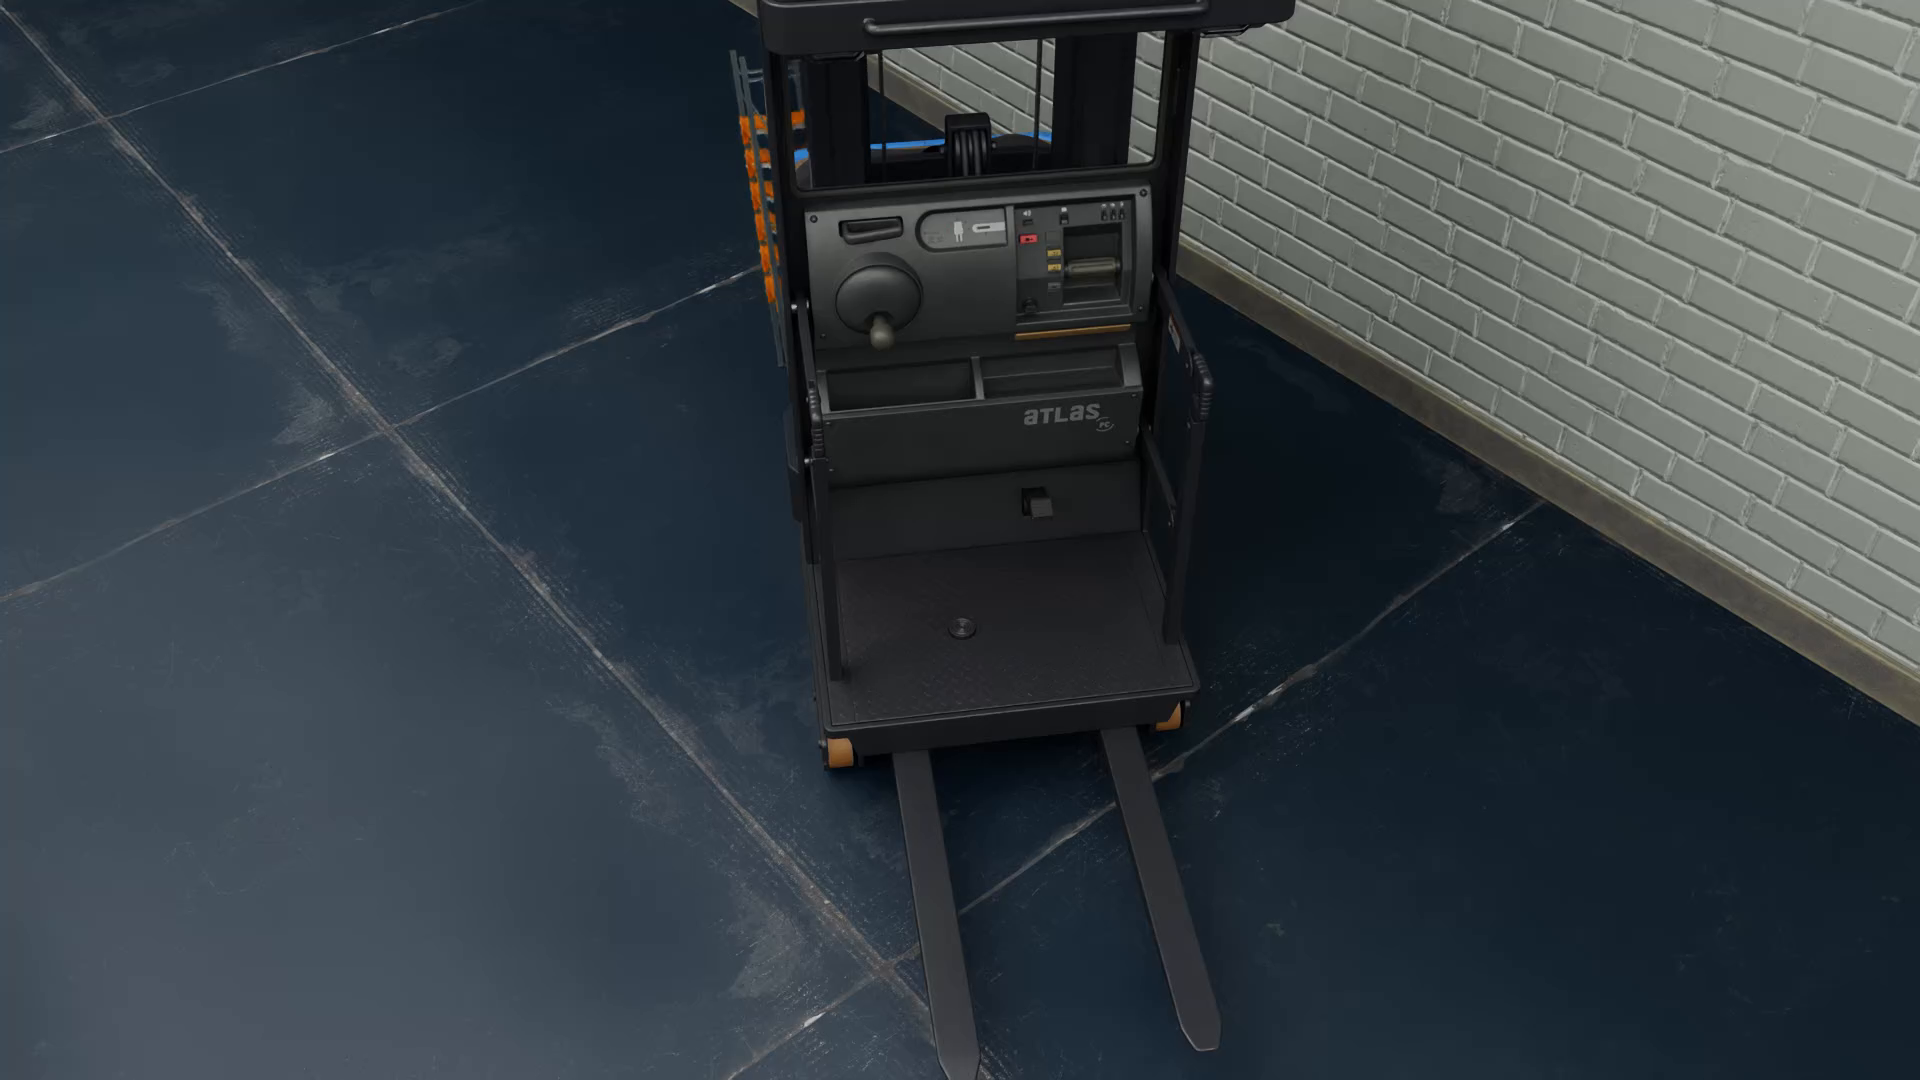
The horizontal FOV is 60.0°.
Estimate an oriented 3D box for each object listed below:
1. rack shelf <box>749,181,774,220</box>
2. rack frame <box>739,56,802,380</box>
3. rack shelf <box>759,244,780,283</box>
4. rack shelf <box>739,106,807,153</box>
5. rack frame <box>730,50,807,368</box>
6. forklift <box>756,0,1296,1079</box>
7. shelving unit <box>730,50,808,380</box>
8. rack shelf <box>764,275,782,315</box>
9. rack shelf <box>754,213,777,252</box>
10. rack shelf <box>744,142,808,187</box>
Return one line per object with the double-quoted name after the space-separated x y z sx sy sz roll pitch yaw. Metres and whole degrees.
-0.630 -1.270 6.121 0.258 0.103 0.180 -13 26 -13 "rack shelf"
-0.595 -1.167 6.073 0.240 1.200 0.006 -13 26 -13 "rack frame"
-0.605 -1.053 6.223 0.258 0.103 0.180 -13 26 -13 "rack shelf"
-0.654 -1.486 6.020 0.258 0.103 0.180 -13 26 -13 "rack shelf"
-0.649 -1.236 6.234 0.240 1.200 0.006 -13 26 -13 "rack frame"
0.090 -0.647 4.297 1.130 2.935 3.031 -6 44 -6 "forklift"
-0.622 -1.202 6.153 0.258 1.200 0.189 -13 26 -13 "shelving unit"
-0.593 -0.945 6.274 0.258 0.103 0.180 -13 26 -13 "rack shelf"
-0.618 -1.162 6.172 0.258 0.103 0.180 -13 26 -13 "rack shelf"
-0.642 -1.378 6.071 0.258 0.103 0.180 -13 26 -13 "rack shelf"
